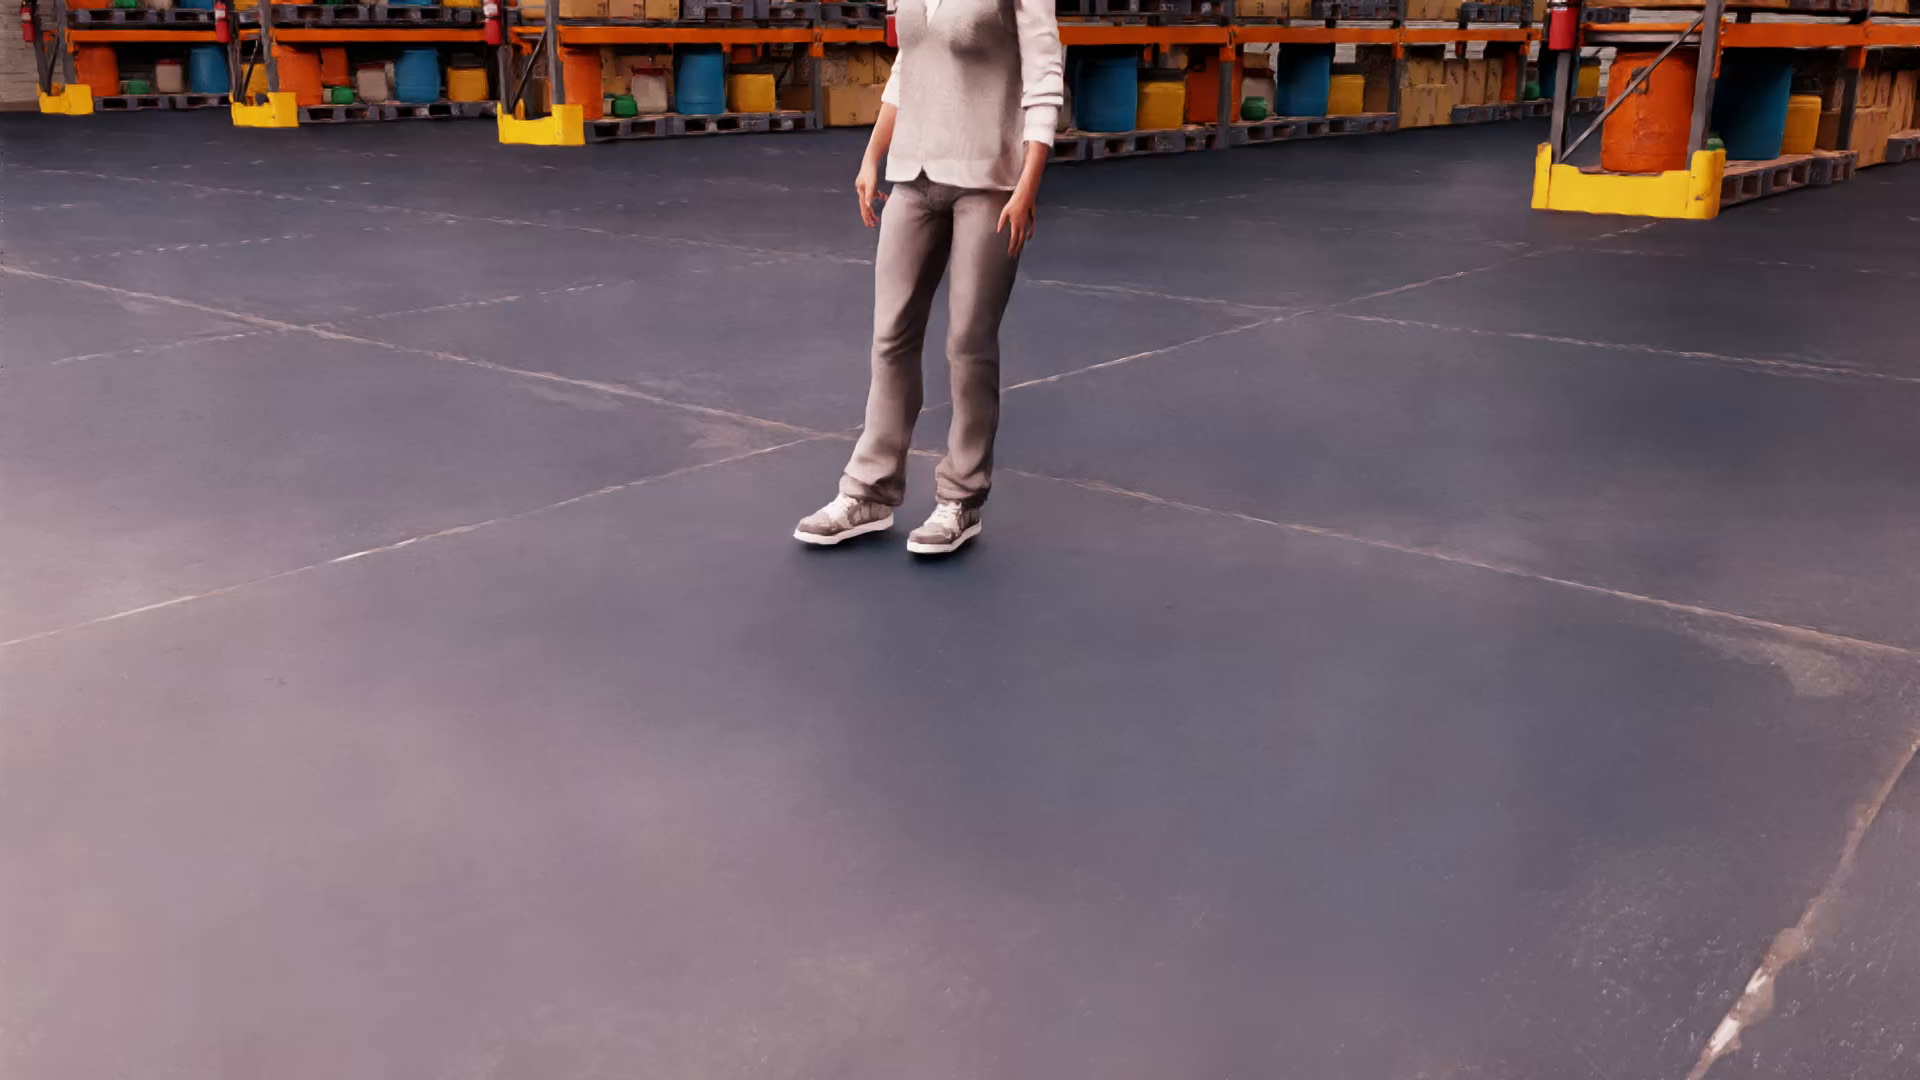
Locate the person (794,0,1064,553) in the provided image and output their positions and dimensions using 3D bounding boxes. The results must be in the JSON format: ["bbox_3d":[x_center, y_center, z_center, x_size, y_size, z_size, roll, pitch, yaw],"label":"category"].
[{"bbox_3d":[-0.058,-0.757,3.662,0.521,1.597,0.474,13,21,37],"label":"person"}]
